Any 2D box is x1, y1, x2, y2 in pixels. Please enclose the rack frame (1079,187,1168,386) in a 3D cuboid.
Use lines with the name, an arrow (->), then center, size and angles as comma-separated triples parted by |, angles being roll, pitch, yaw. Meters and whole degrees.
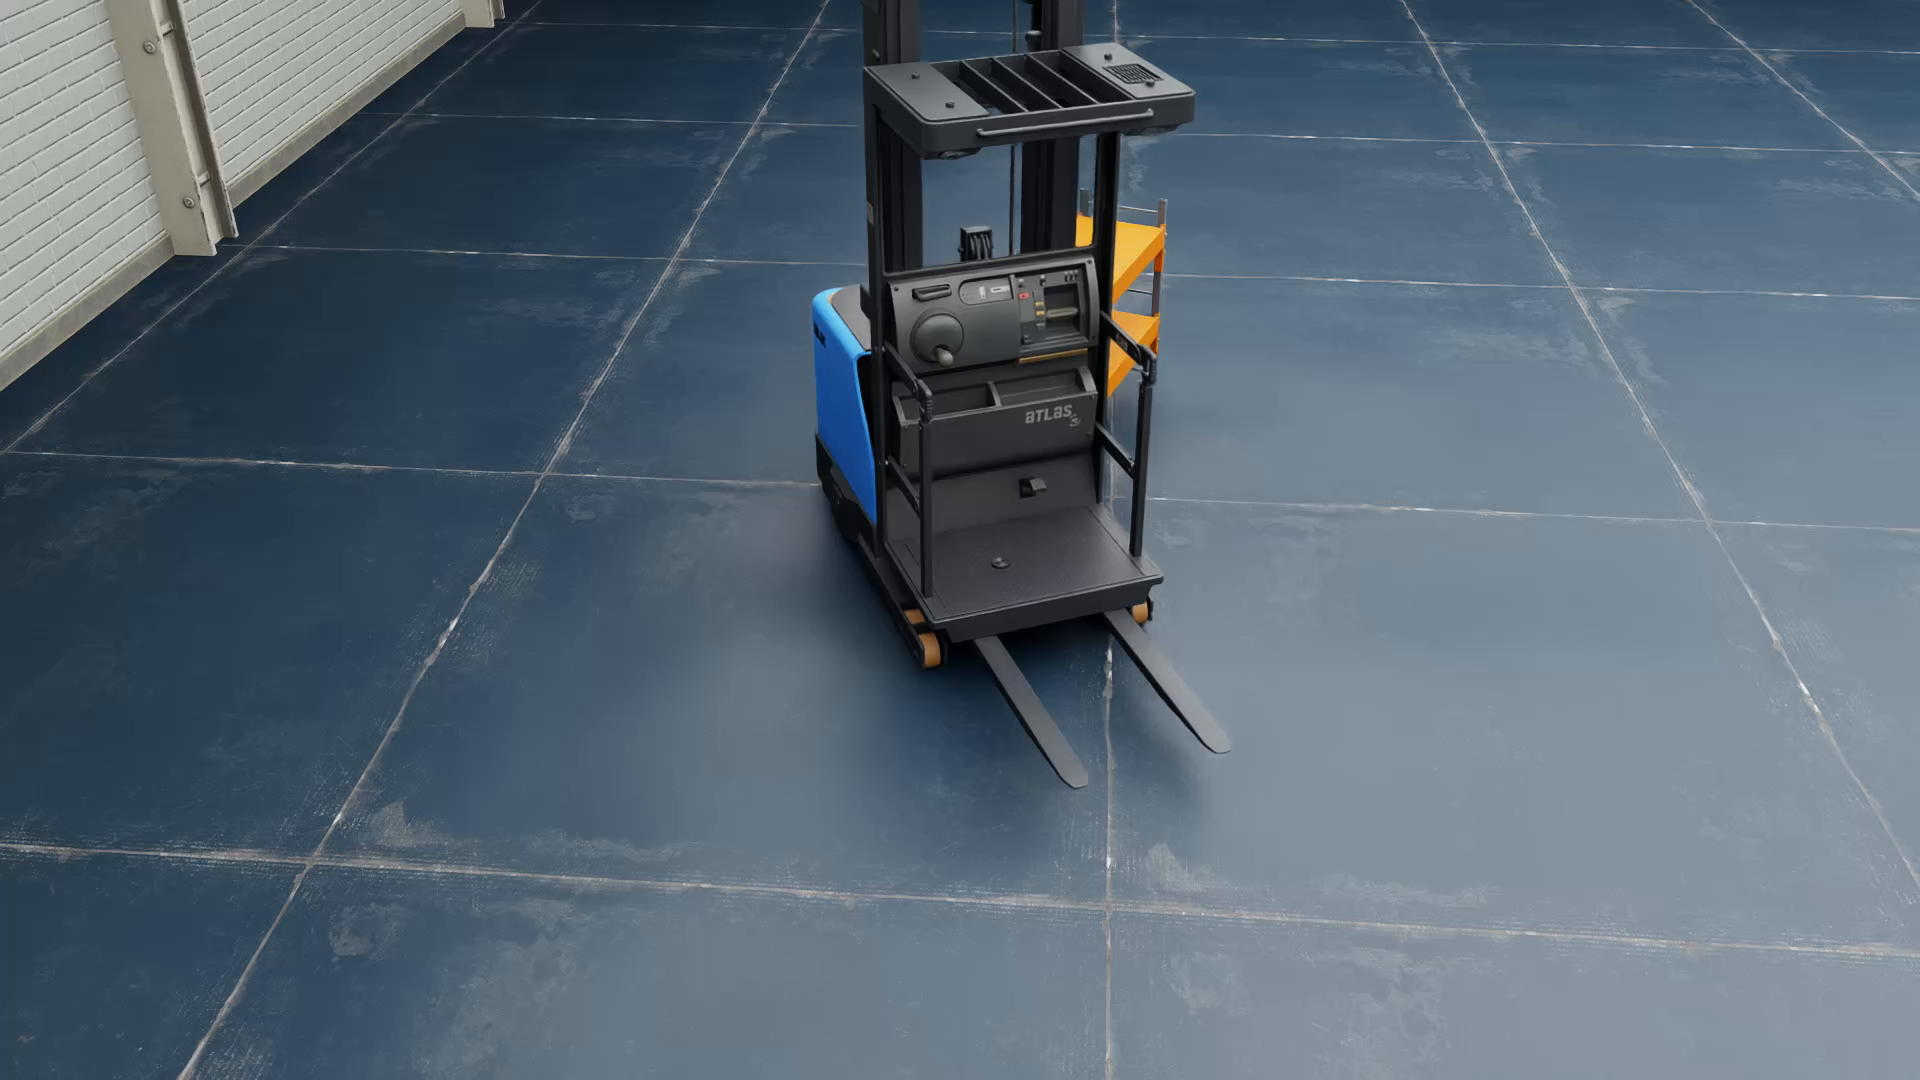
rack frame -> 0.907, -1.438, 9.511 | 0.500, 1.125, 0.032 | 13, 34, 20

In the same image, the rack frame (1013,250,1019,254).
rack frame -> 0.505, -0.948, 8.716 | 0.500, 1.125, 0.032 | 13, 34, 20

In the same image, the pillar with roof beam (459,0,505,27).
pillar with roof beam -> -0.485, -8.845, 14.026 | 9.100, 9.000, 0.400 | 2, 32, 4

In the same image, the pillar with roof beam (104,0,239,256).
pillar with roof beam -> -0.973, -5.708, 8.935 | 9.100, 9.000, 0.400 | 2, 32, 4

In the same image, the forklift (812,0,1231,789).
forklift -> 0.231, -0.923, 6.954 | 1.130, 2.935, 3.031 | -11, 33, -17

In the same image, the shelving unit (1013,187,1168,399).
shelving unit -> 0.706, -1.193, 9.114 | 0.538, 1.125, 1.048 | 13, 34, 20

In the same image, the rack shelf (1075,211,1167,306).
rack shelf -> 0.706, -1.442, 8.960 | 0.538, 0.278, 1.000 | 13, 34, 20

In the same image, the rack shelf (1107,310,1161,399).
rack shelf -> 0.706, -0.985, 9.242 | 0.538, 0.278, 1.000 | 13, 34, 20
